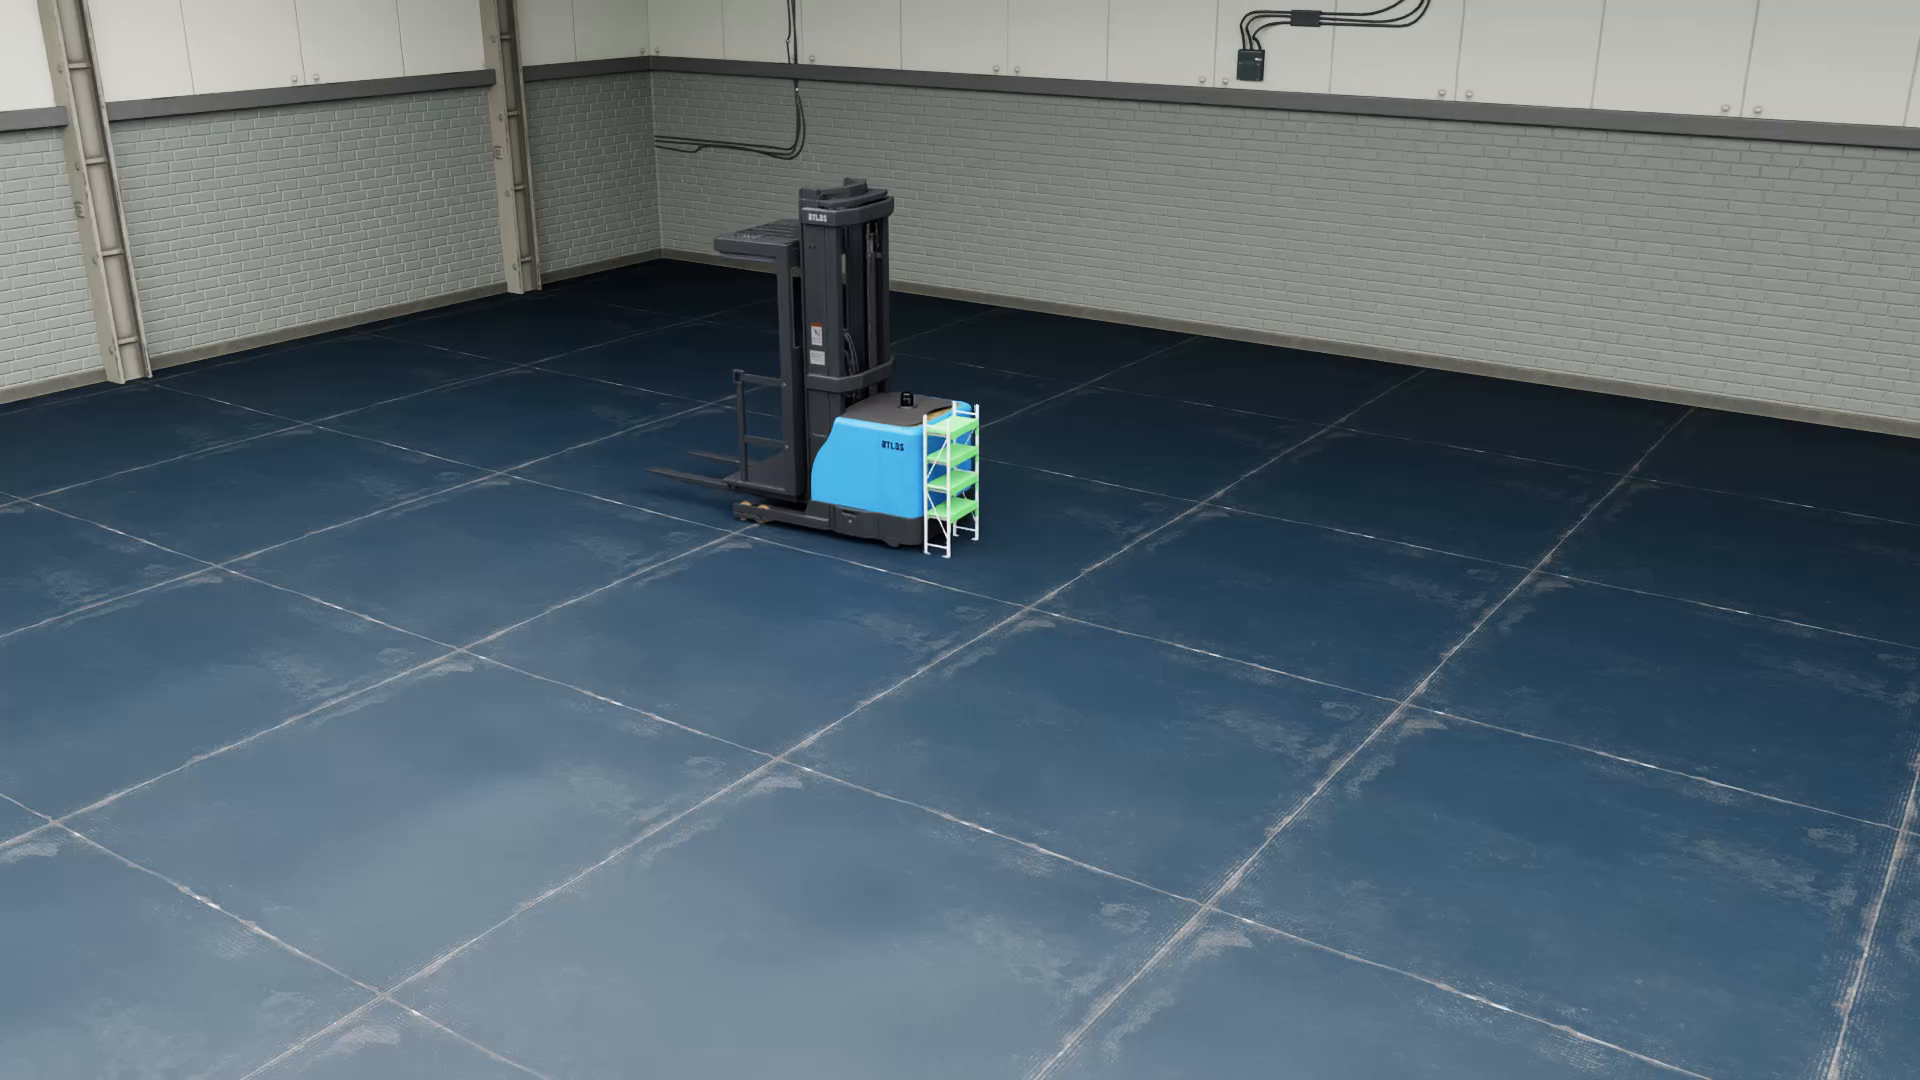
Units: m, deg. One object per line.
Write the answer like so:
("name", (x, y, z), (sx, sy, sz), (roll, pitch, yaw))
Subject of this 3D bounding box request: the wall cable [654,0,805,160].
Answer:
("wall cable", (-3.539, -6.953, 24.566), (3.097, 2.526, 0.112), (13, 24, 32))

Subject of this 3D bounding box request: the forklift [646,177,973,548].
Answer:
("forklift", (-1.424, -1.662, 14.533), (3.031, 2.935, 1.130), (11, 23, 27))

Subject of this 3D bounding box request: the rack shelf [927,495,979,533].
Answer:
("rack shelf", (-0.071, -0.223, 14.013), (0.258, 0.148, 0.480), (11, 23, 27))

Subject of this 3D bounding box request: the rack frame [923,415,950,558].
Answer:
("rack frame", (-0.190, -0.434, 13.708), (0.240, 1.200, 0.015), (11, 23, 27))

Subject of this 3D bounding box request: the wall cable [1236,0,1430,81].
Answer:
("wall cable", (4.304, -8.148, 18.419), (2.305, 6.003, 0.169), (13, 24, 32))

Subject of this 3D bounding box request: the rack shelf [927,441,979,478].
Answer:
("rack shelf", (-0.071, -0.673, 13.847), (0.258, 0.148, 0.480), (11, 23, 27))

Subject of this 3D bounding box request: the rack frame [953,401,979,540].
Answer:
("rack frame", (0.049, -0.582, 14.107), (0.240, 1.200, 0.015), (11, 23, 27))

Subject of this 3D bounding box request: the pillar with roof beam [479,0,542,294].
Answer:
("pillar with roof beam", (-2.728, -6.982, 20.169), (9.100, 9.000, 0.400), (13, 24, 32))

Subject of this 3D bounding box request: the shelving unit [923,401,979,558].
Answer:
("shelving unit", (-0.071, -0.508, 13.908), (0.258, 1.200, 0.503), (11, 23, 27))

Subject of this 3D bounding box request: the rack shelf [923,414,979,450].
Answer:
("rack shelf", (-0.070, -0.898, 13.763), (0.258, 0.148, 0.480), (11, 23, 27))

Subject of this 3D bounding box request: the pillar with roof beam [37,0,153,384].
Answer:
("pillar with roof beam", (-6.101, -5.260, 15.515), (9.100, 9.000, 0.400), (13, 24, 32))

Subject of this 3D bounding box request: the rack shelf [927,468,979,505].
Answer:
("rack shelf", (-0.071, -0.448, 13.930), (0.258, 0.148, 0.480), (11, 23, 27))
